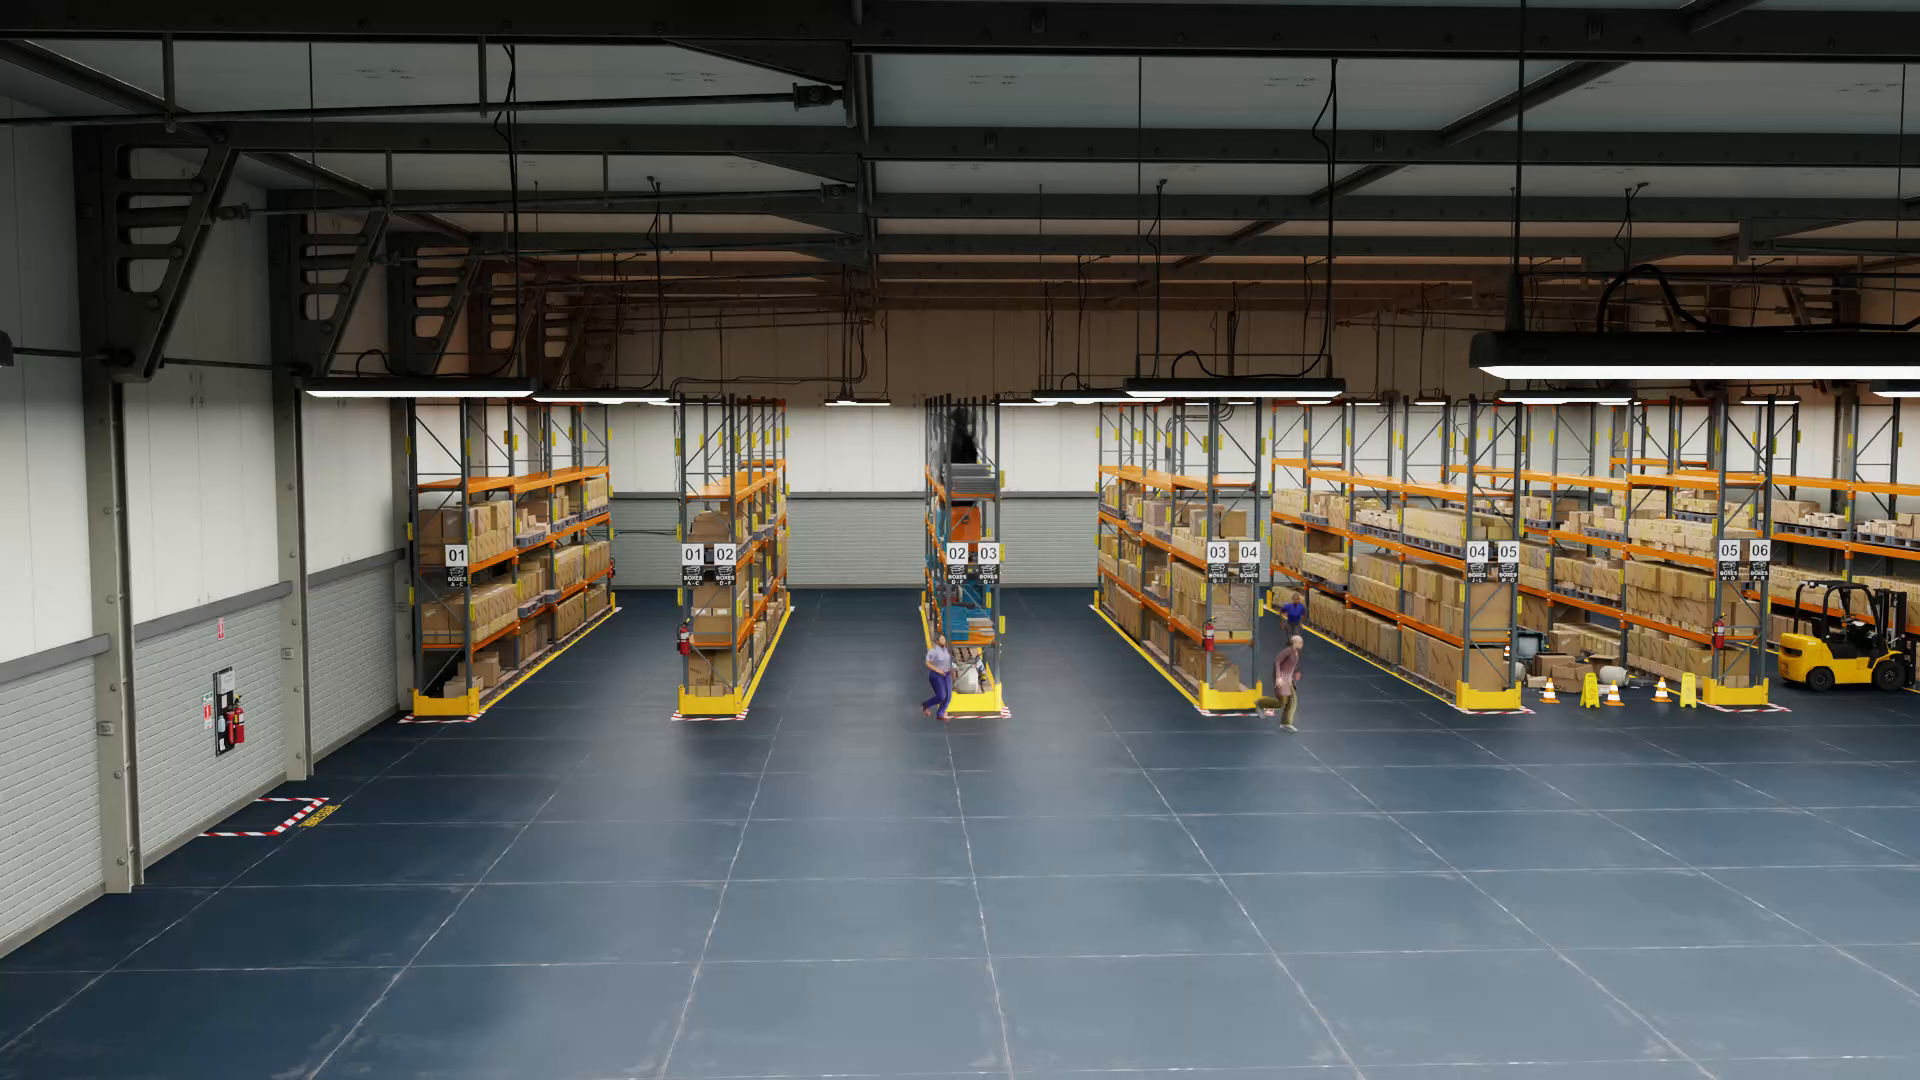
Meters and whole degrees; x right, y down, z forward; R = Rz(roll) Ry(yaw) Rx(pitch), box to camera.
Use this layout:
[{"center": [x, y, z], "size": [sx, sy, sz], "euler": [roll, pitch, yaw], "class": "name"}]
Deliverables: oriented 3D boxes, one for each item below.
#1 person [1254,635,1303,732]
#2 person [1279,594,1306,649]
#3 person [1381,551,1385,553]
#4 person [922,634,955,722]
[{"center": [5.706, 2.542, 29.755], "size": [0.899, 1.728, 0.713], "euler": [3, 5, 29], "class": "person"}, {"center": [7.512, 1.988, 37.577], "size": [0.564, 1.588, 0.700], "euler": [-1, 5, -8], "class": "person"}, {"center": [11.725, 1.199, 46.068], "size": [0.660, 1.763, 0.840], "euler": [-2, 5, -27], "class": "person"}, {"center": [-0.395, 2.516, 30.487], "size": [0.561, 1.601, 0.595], "euler": [3, 6, 37], "class": "person"}]
